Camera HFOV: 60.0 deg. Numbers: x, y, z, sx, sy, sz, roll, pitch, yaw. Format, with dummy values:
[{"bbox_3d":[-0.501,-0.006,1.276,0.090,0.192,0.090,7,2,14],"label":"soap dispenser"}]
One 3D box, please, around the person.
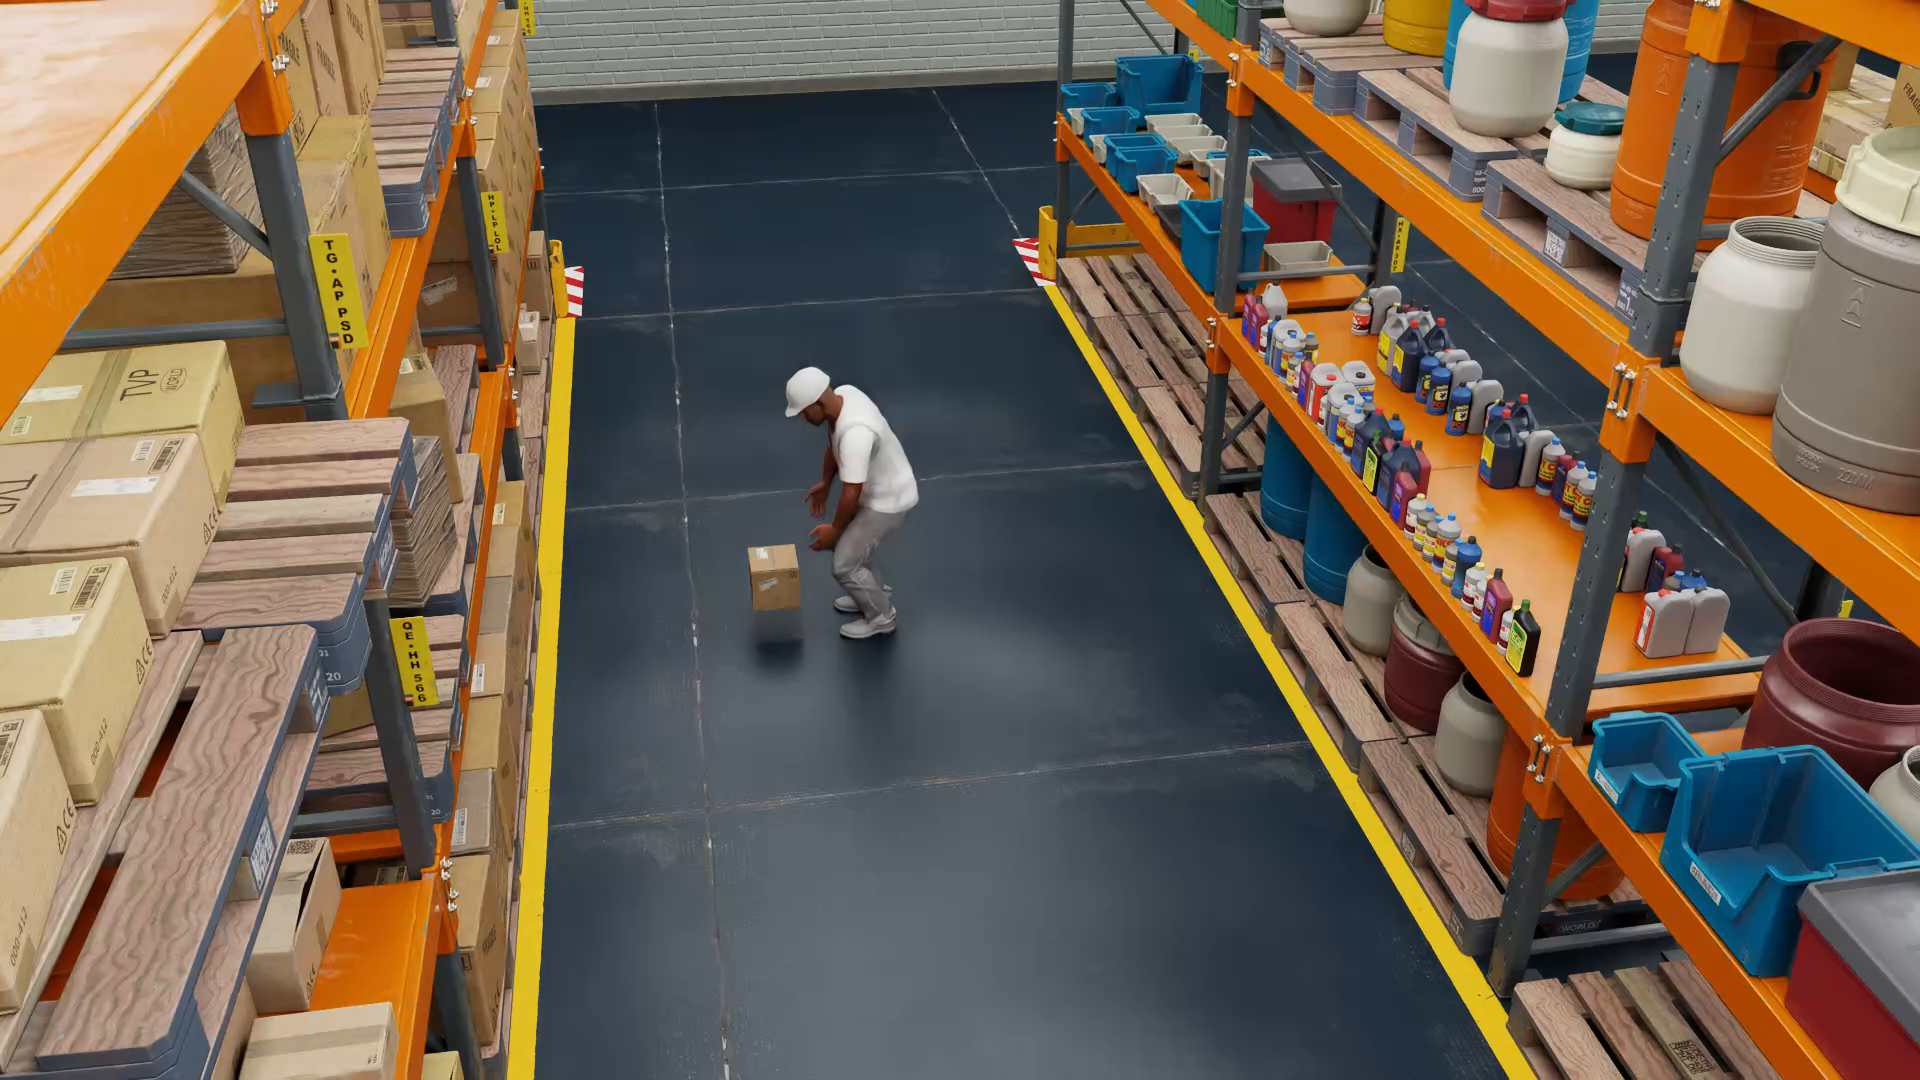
[{"bbox_3d":[-0.550,-0.206,8.684,0.666,1.543,0.625,-5,31,-8],"label":"person"}]
